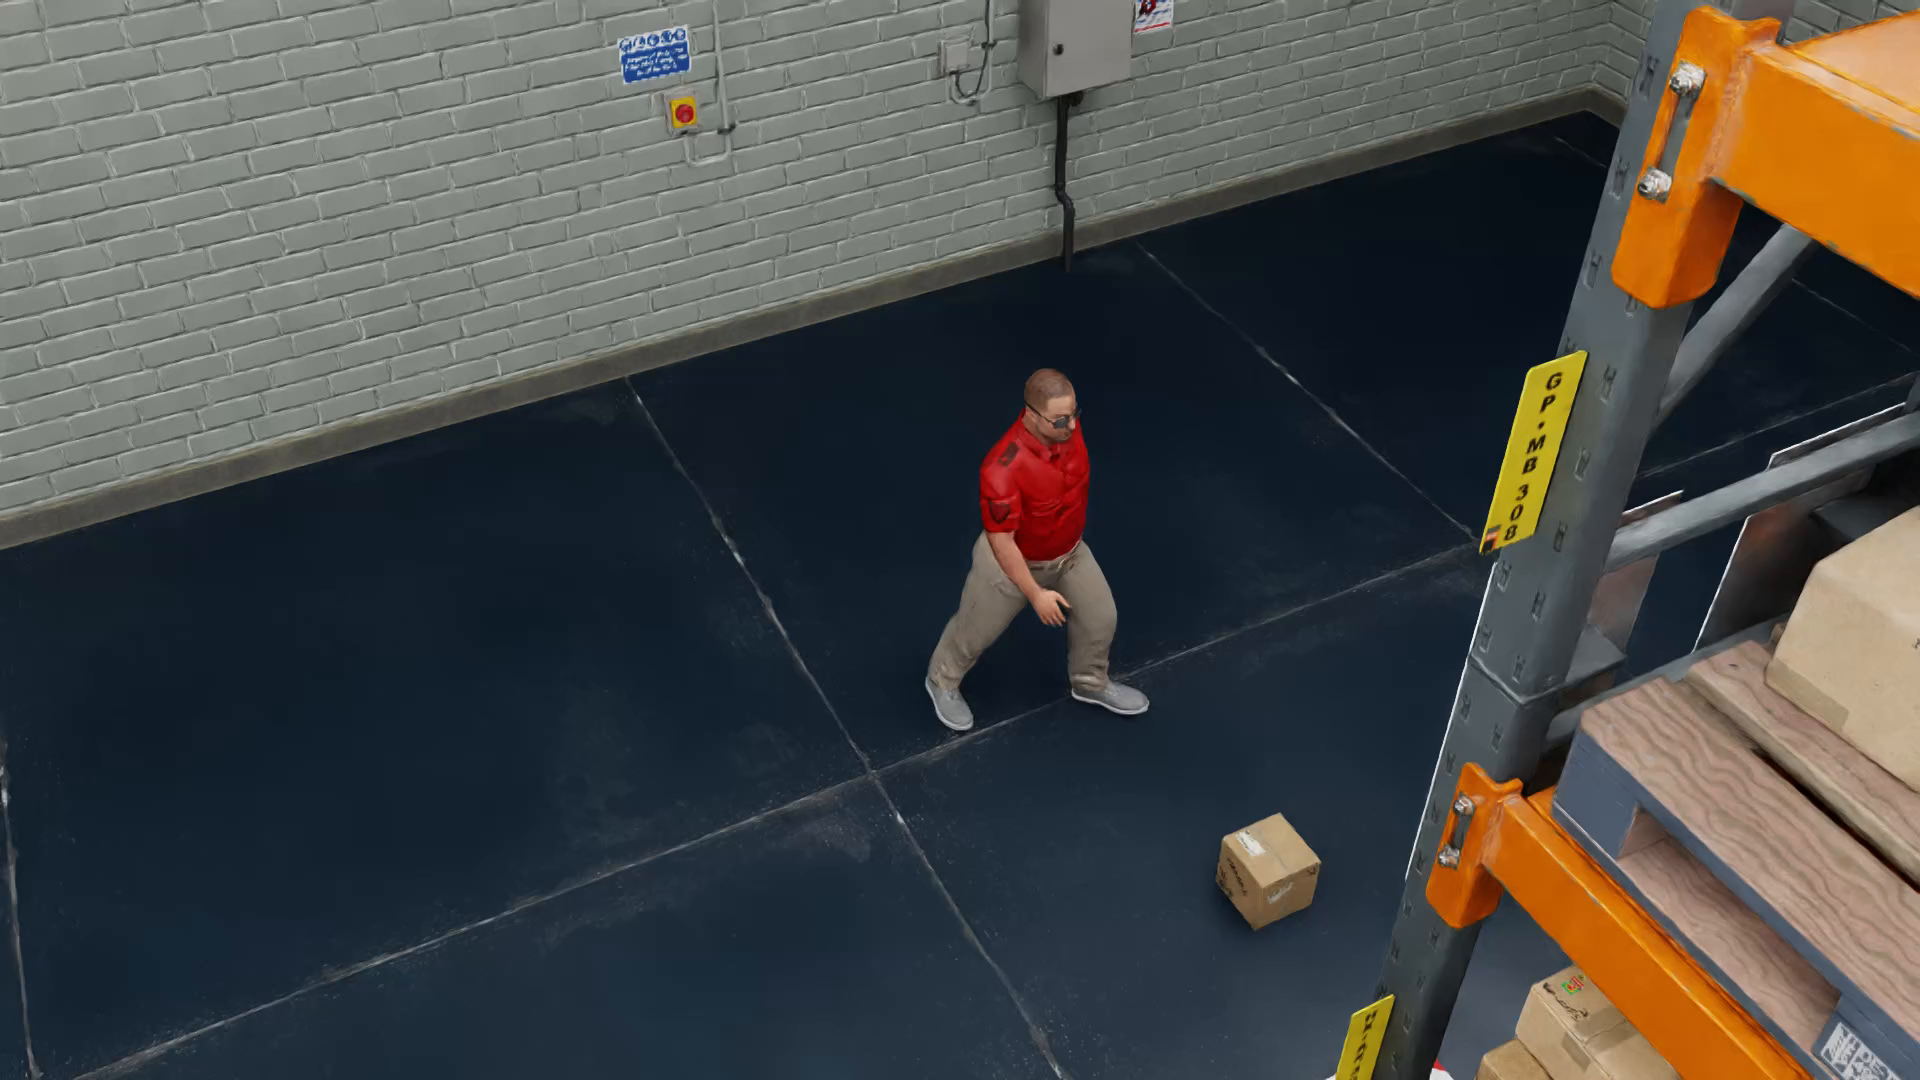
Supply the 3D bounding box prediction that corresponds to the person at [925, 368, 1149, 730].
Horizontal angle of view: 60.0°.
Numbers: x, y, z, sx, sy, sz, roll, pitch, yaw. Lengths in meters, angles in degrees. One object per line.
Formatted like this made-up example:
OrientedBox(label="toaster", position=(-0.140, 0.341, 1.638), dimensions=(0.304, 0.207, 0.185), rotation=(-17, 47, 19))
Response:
OrientedBox(label="person", position=(0.278, 0.033, 6.151), dimensions=(0.789, 1.679, 0.632), rotation=(29, 49, 29))
